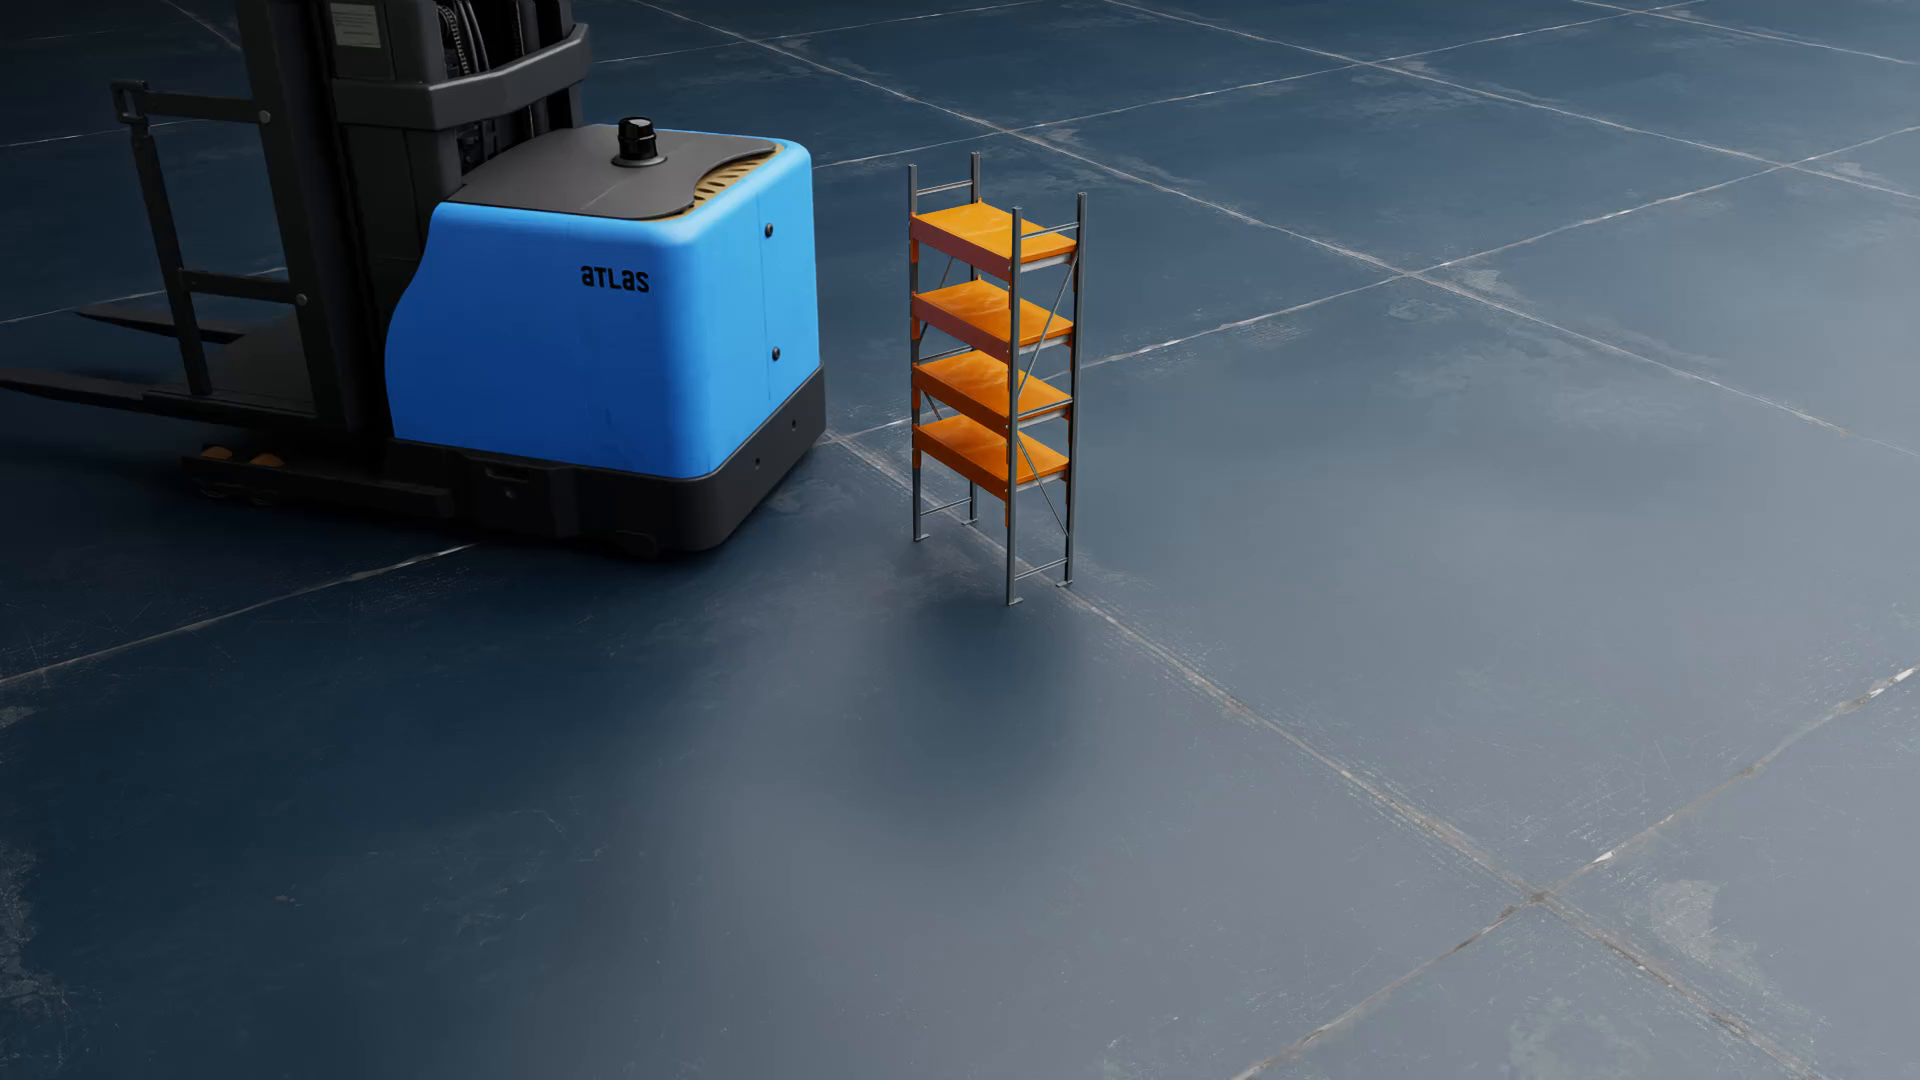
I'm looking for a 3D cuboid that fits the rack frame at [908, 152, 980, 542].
[{"bbox_3d":[-0.045,-0.558,5.020,0.240,1.200,0.015,-19,34,-31],"label":"rack frame"}]

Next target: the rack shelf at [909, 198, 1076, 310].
[{"bbox_3d":[0.096,-0.808,4.658,0.258,0.148,0.480,-19,34,-31],"label":"rack shelf"}]

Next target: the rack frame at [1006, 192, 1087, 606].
[{"bbox_3d":[0.238,-0.368,4.670,0.240,1.200,0.015,-19,34,-31],"label":"rack frame"}]

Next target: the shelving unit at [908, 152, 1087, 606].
[{"bbox_3d":[0.096,-0.463,4.845,0.258,1.200,0.503,-19,34,-31],"label":"shelving unit"}]

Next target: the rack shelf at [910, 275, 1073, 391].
[{"bbox_3d":[0.096,-0.600,4.771,0.258,0.148,0.480,-19,34,-31],"label":"rack shelf"}]

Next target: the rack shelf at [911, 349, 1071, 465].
[{"bbox_3d":[0.096,-0.404,4.877,0.258,0.148,0.480,-19,34,-31],"label":"rack shelf"}]

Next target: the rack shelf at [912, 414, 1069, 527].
[{"bbox_3d":[0.096,-0.229,4.972,0.258,0.148,0.480,-19,34,-31],"label":"rack shelf"}]

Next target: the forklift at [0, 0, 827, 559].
[{"bbox_3d":[-2.042,-1.630,5.179,3.031,2.935,1.130,8,30,15],"label":"forklift"}]
